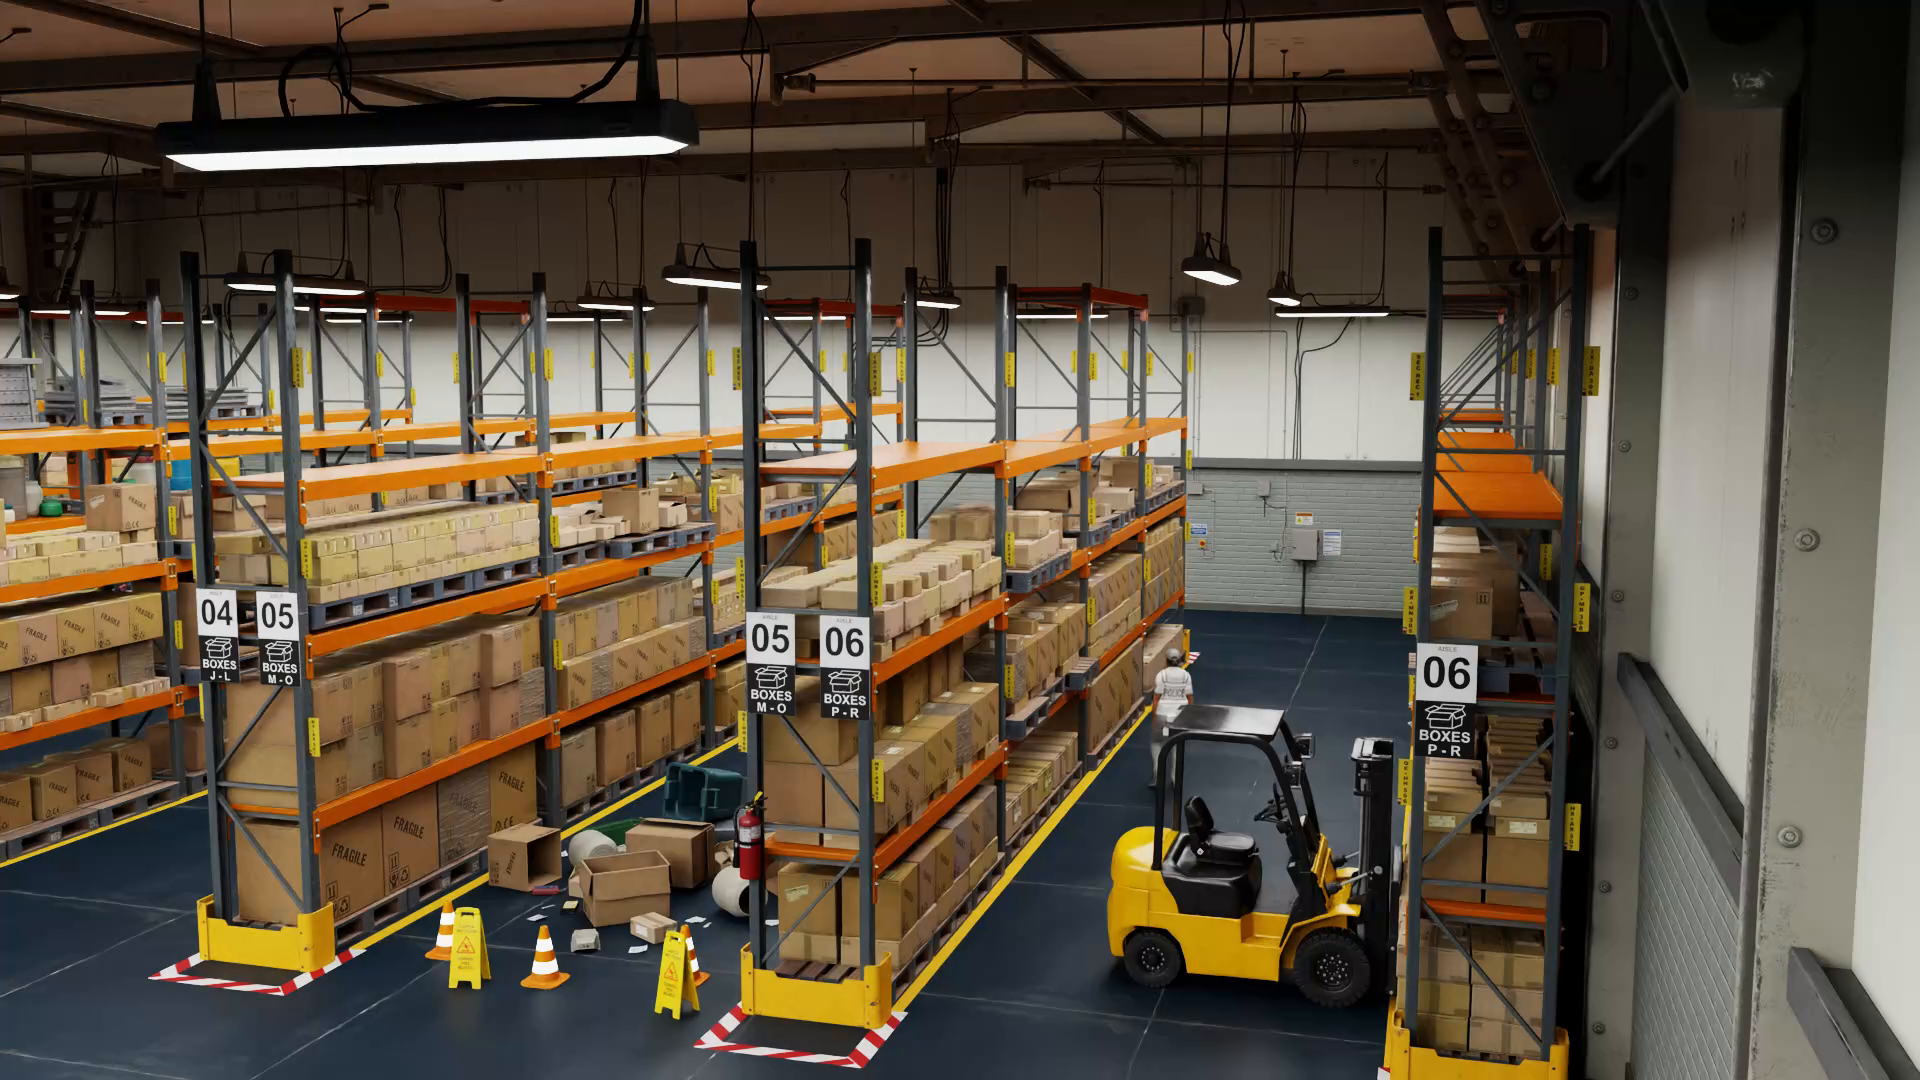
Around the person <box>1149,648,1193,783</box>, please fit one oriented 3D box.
[{"bbox_3d":[2.527,2.087,19.875,0.493,1.595,0.422,-1,6,-7],"label":"person"}]
